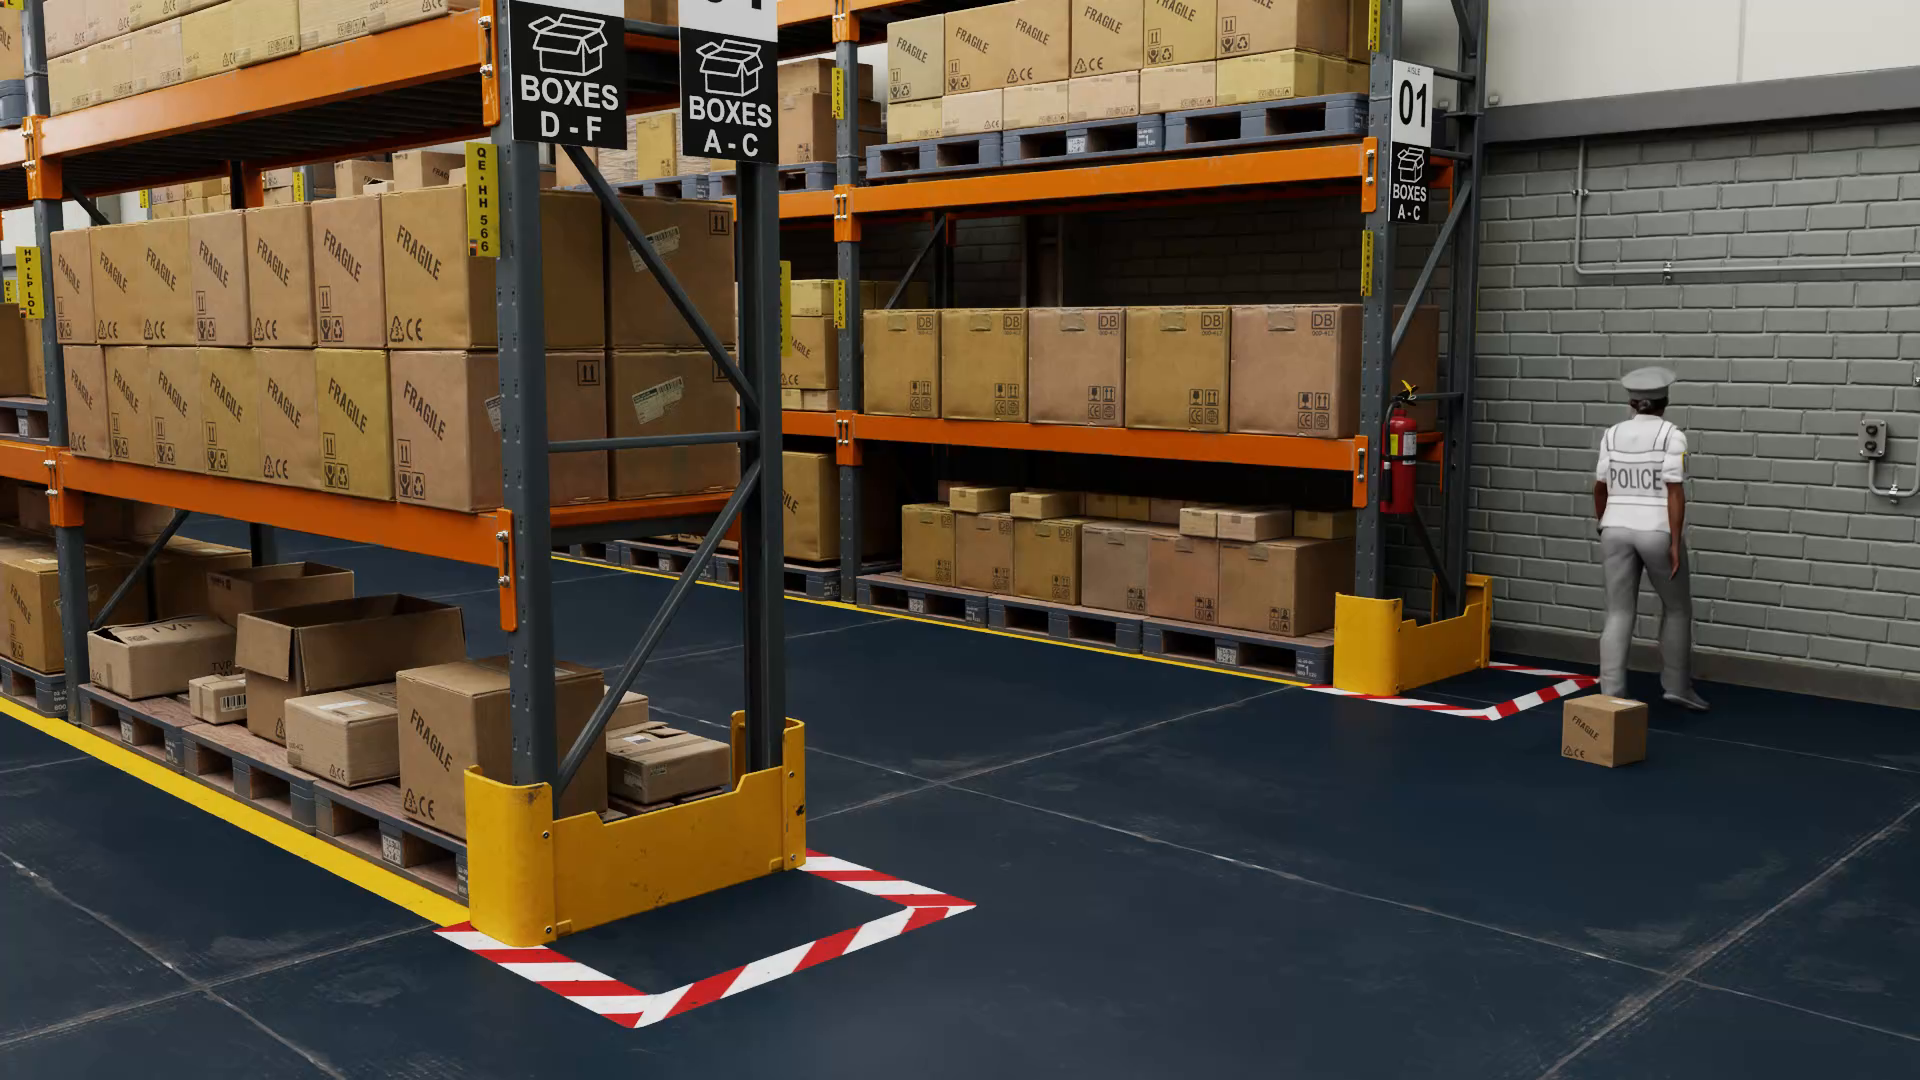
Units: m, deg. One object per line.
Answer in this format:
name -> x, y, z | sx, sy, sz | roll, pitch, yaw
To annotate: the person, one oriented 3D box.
person -> 3.316, 0.018, 8.054 | 0.525, 1.709, 0.702 | 6, 9, 40
